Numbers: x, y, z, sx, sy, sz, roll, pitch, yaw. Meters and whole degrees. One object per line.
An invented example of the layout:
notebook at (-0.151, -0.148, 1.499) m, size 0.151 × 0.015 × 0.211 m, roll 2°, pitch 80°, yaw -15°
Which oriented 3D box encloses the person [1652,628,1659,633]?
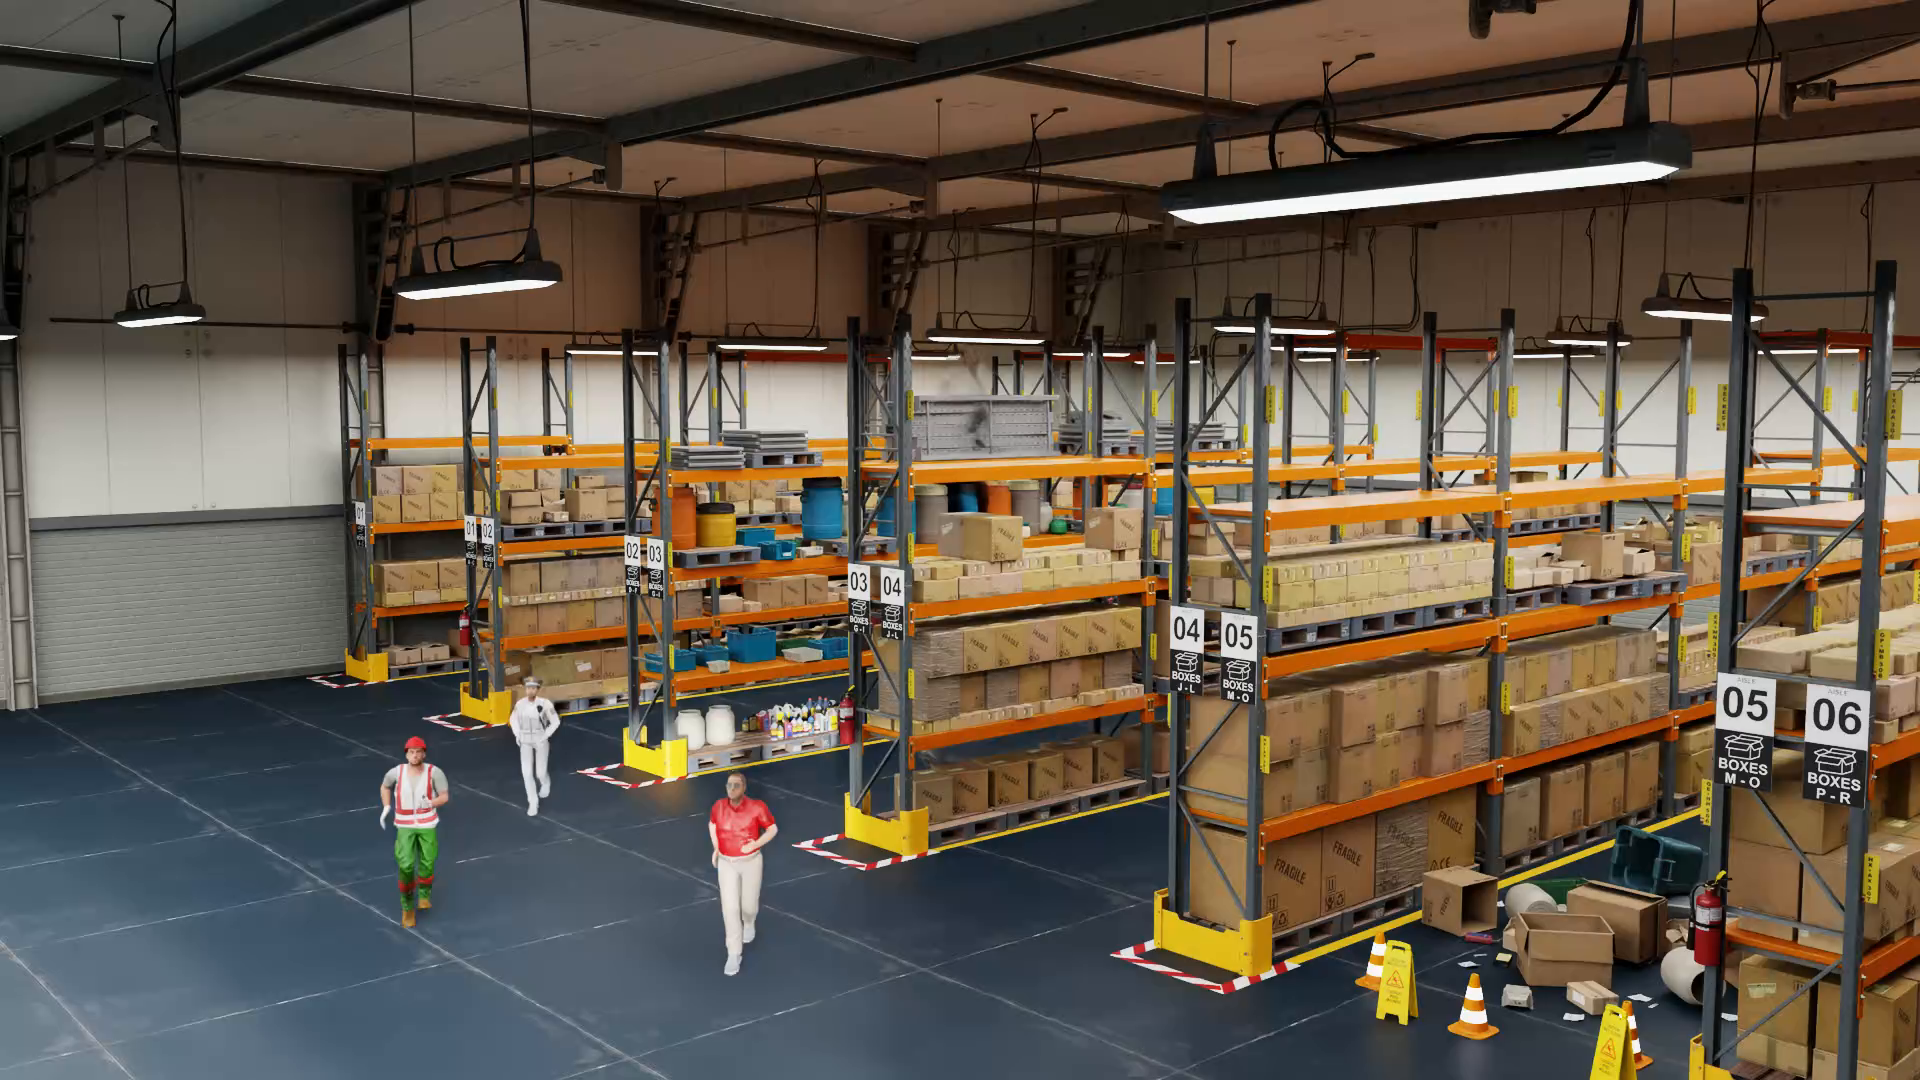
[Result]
person at (10.167, 2.136, 24.362) m, size 0.655 × 1.725 × 0.698 m, roll -5°, pitch 7°, yaw -44°

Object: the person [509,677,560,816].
person at (-5.254, 2.499, 20.556) m, size 0.634 × 1.673 × 0.750 m, roll 0°, pitch 5°, yaw -3°

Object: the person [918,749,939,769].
person at (-0.434, 2.394, 21.596) m, size 0.603 × 1.666 × 0.613 m, roll -5°, pitch 7°, yaw -43°

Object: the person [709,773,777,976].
person at (-1.979, 2.960, 15.097) m, size 0.650 × 1.731 × 0.888 m, roll 0°, pitch 5°, yaw 2°

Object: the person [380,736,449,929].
person at (-5.299, 2.828, 16.188) m, size 0.643 × 1.838 × 0.762 m, roll -2°, pitch 5°, yaw -20°
